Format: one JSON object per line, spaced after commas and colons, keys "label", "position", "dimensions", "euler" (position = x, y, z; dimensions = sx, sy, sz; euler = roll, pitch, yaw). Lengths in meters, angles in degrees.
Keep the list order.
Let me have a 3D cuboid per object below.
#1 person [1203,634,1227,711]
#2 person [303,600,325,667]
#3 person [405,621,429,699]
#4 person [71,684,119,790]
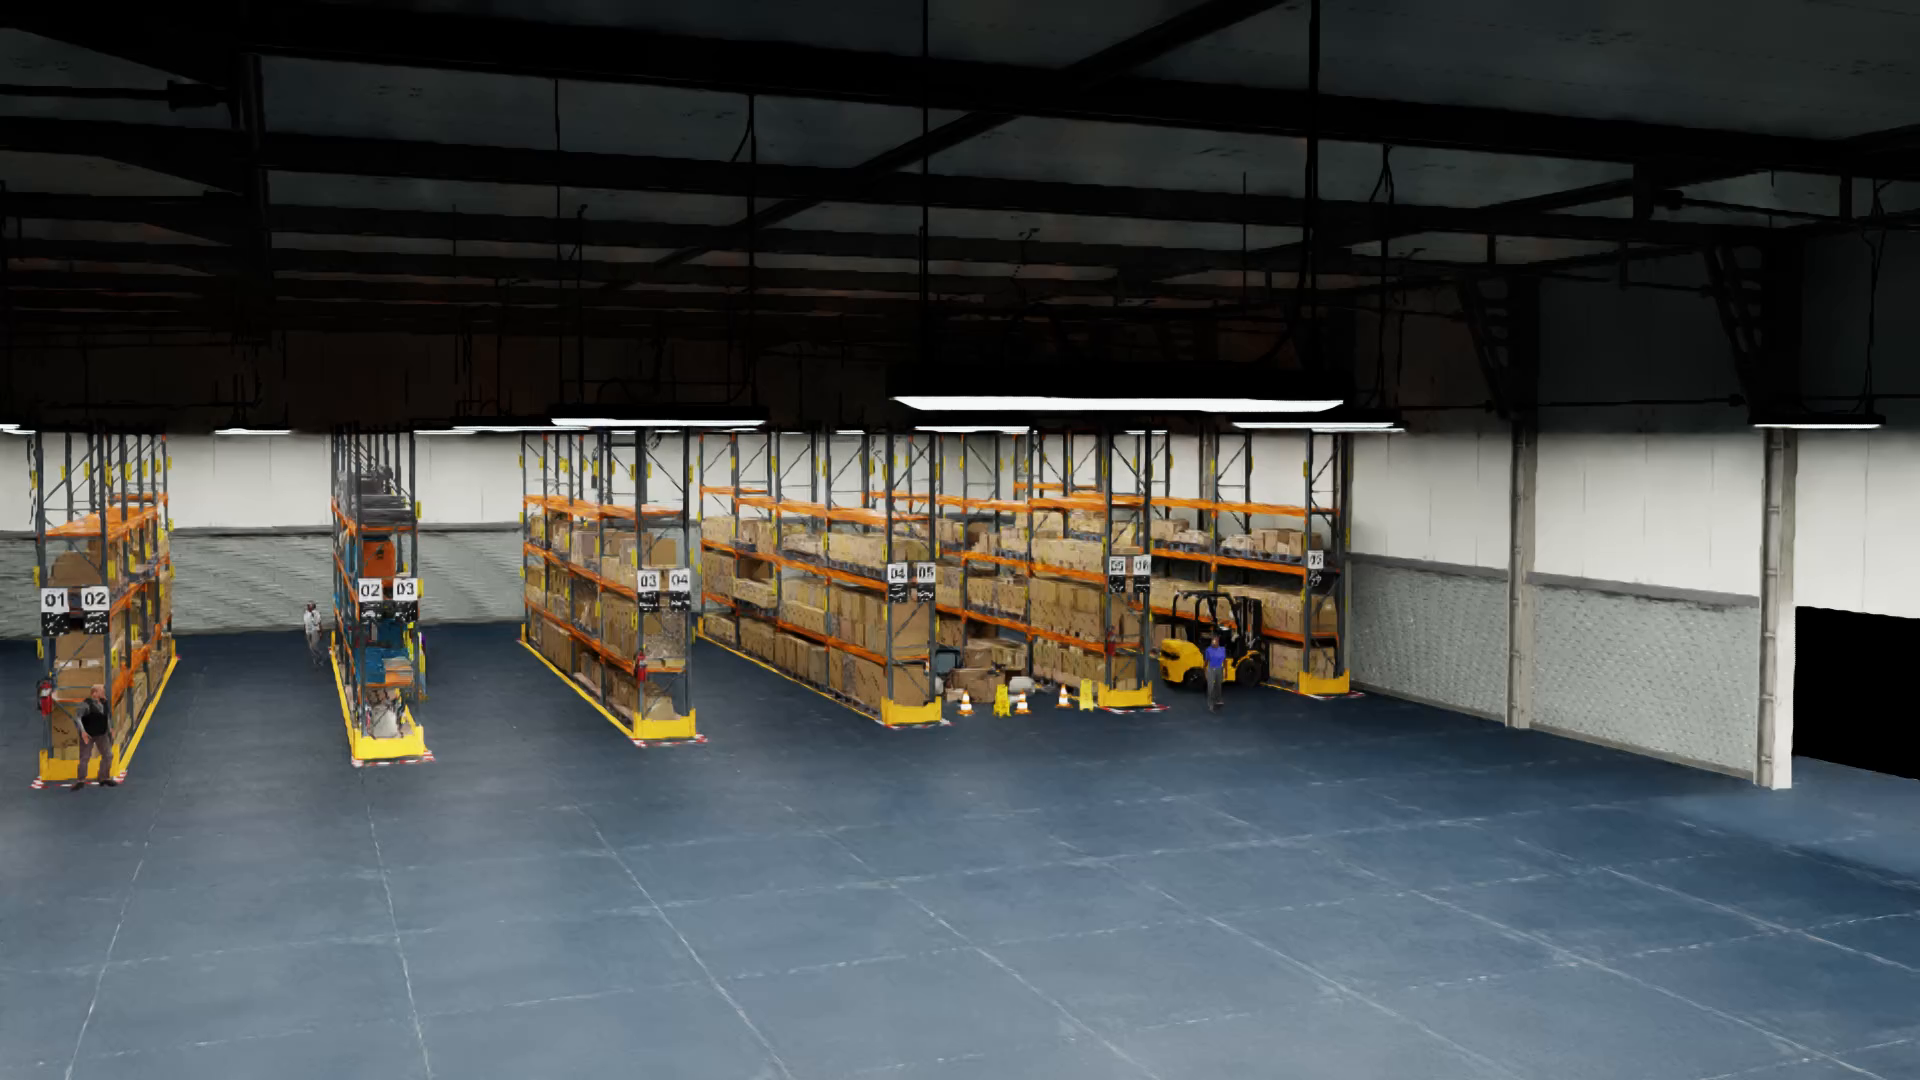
{"label": "person", "position": [5.339, 2.748, 34.783], "dimensions": [0.497, 1.592, 0.934], "euler": [0, 4, -2]}
{"label": "person", "position": [-16.034, 2.303, 41.213], "dimensions": [0.474, 1.678, 0.450], "euler": [1, 4, 20]}
{"label": "person", "position": [-11.868, 2.600, 36.098], "dimensions": [0.596, 1.687, 1.060], "euler": [-2, 4, -30]}
{"label": "person", "position": [-14.136, 3.185, 27.090], "dimensions": [0.458, 1.708, 0.685], "euler": [2, 4, 25]}
